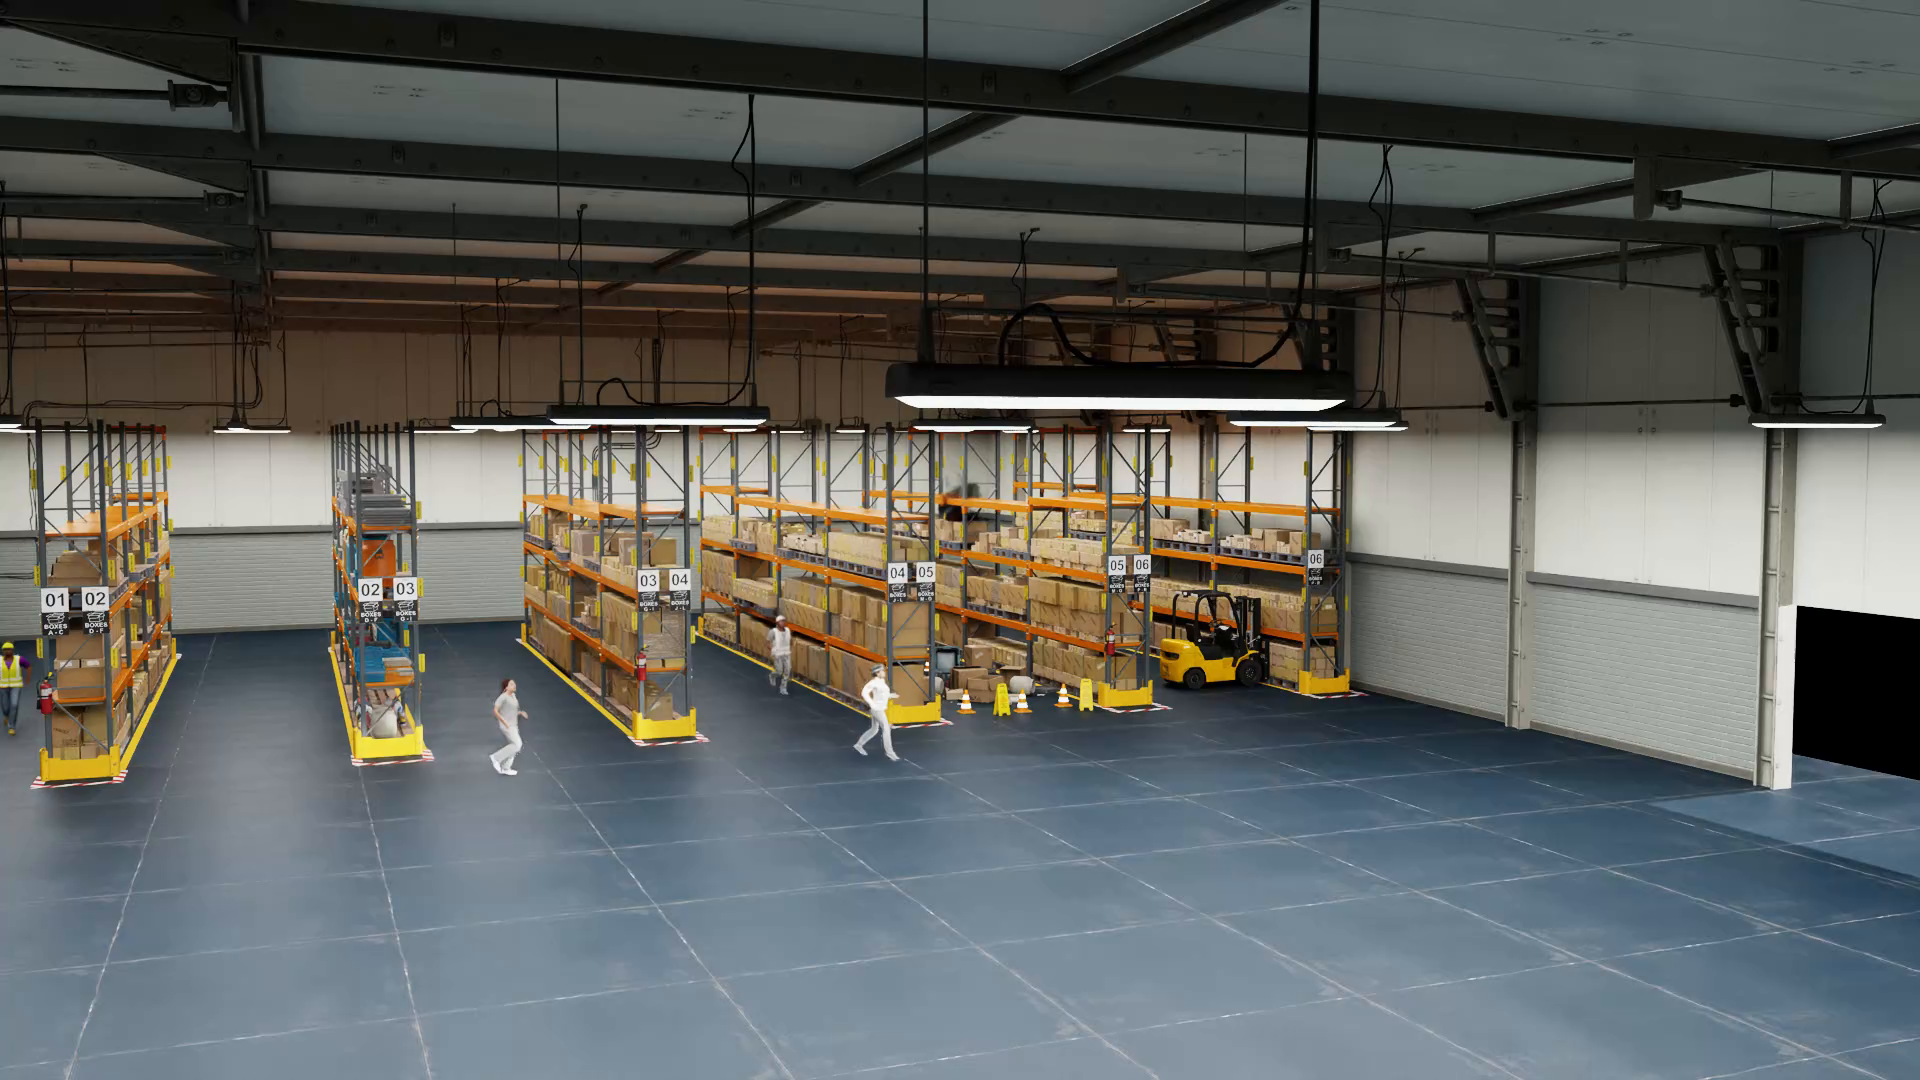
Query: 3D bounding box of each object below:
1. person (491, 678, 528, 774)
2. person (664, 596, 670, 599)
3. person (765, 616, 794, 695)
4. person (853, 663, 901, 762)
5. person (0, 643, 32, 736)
[{"bbox_3d":[-7.625,3.149,28.175,0.581,1.637,0.555,0,4,8],"label":"person"},{"bbox_3d":[-8.049,2.004,46.186,0.585,1.757,0.736,-2,4,-24],"label":"person"},{"bbox_3d":[-3.987,2.546,36.986,0.683,1.743,0.689,-2,4,-31],"label":"person"},{"bbox_3d":[-1.463,3.034,29.377,0.877,1.733,0.607,1,4,8],"label":"person"},{"bbox_3d":[-18.346,2.852,32.132,0.712,1.754,0.932,-2,4,-25],"label":"person"}]
